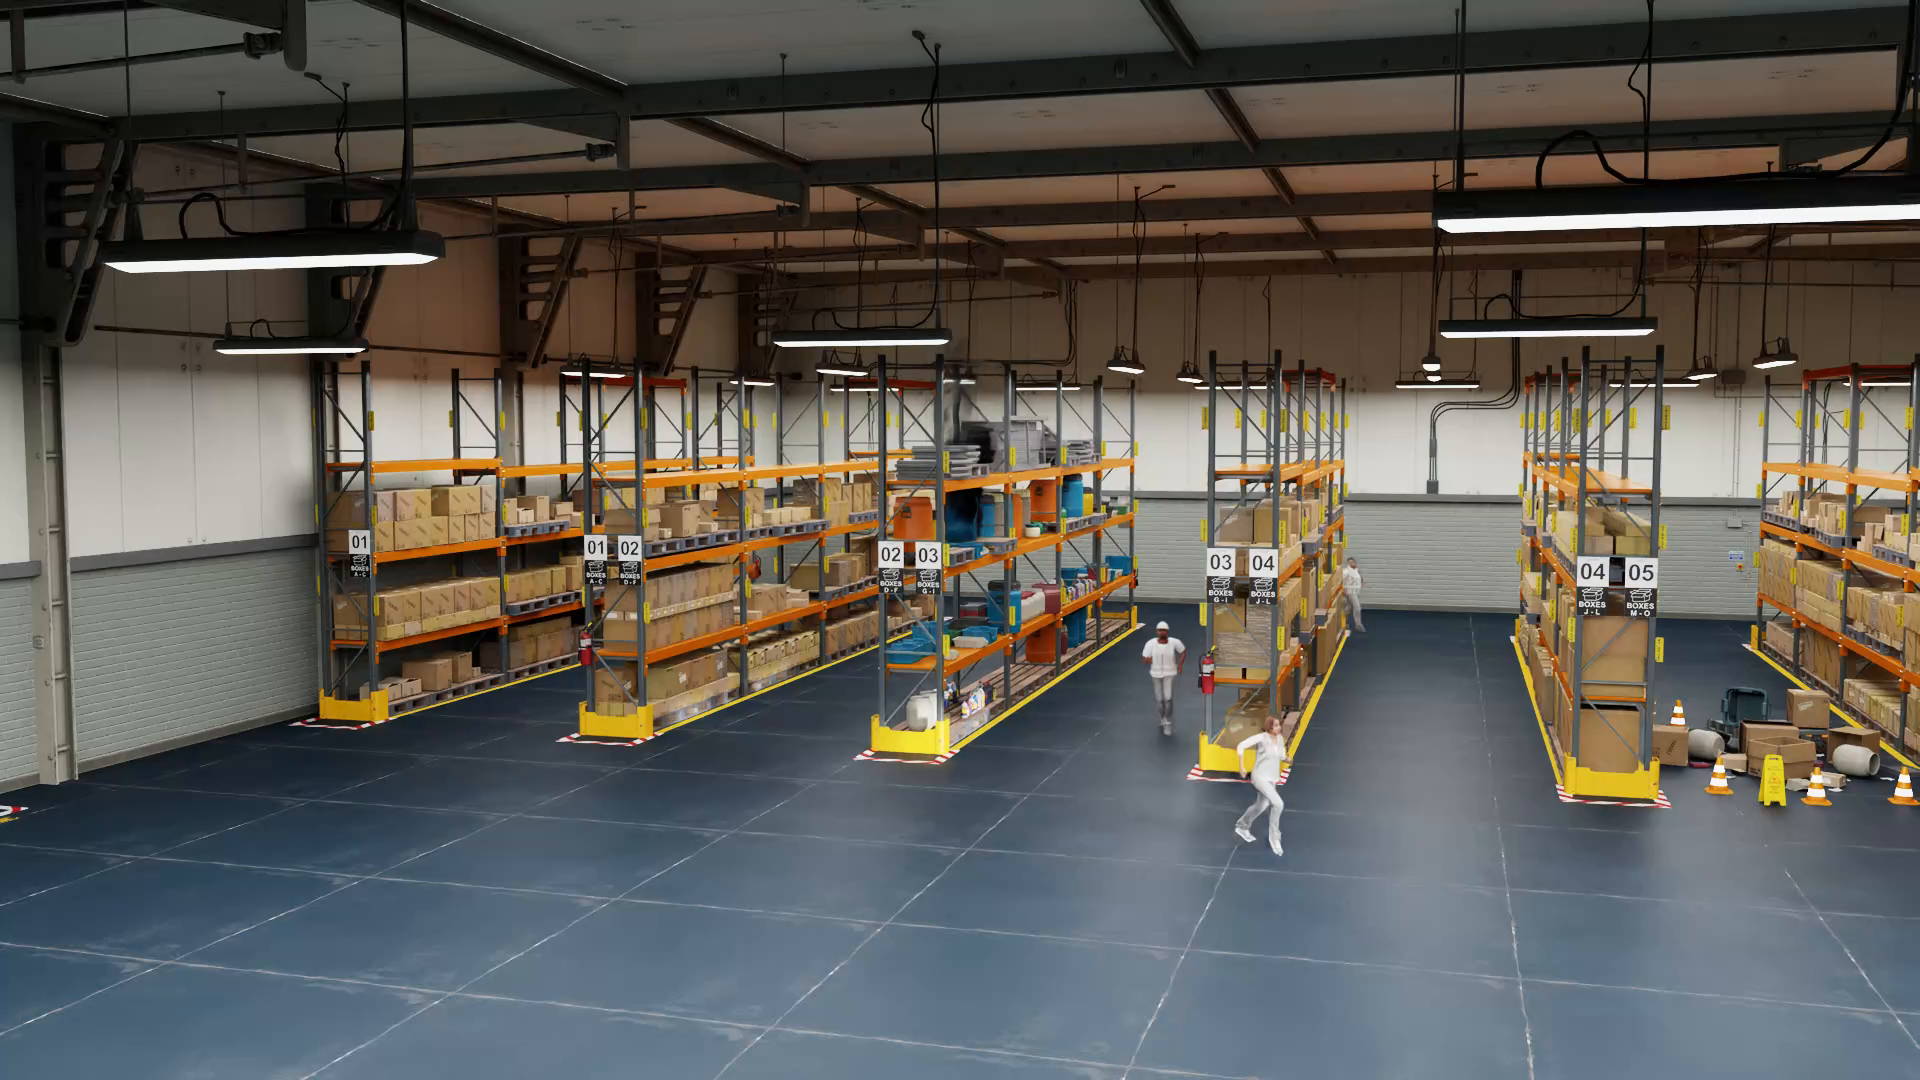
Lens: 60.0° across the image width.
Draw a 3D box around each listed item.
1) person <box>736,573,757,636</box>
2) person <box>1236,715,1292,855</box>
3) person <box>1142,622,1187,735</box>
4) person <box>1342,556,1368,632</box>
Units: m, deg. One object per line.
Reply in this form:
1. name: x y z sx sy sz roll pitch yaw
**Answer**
1. person: -4.760 1.544 37.157 0.589 1.633 0.562 1 4 9
2. person: 3.532 2.825 19.375 0.555 1.615 0.789 -3 5 -38
3. person: 3.265 2.218 26.746 0.672 1.824 0.760 1 4 17
4. person: 9.381 1.277 39.799 0.836 1.806 0.703 3 5 36
